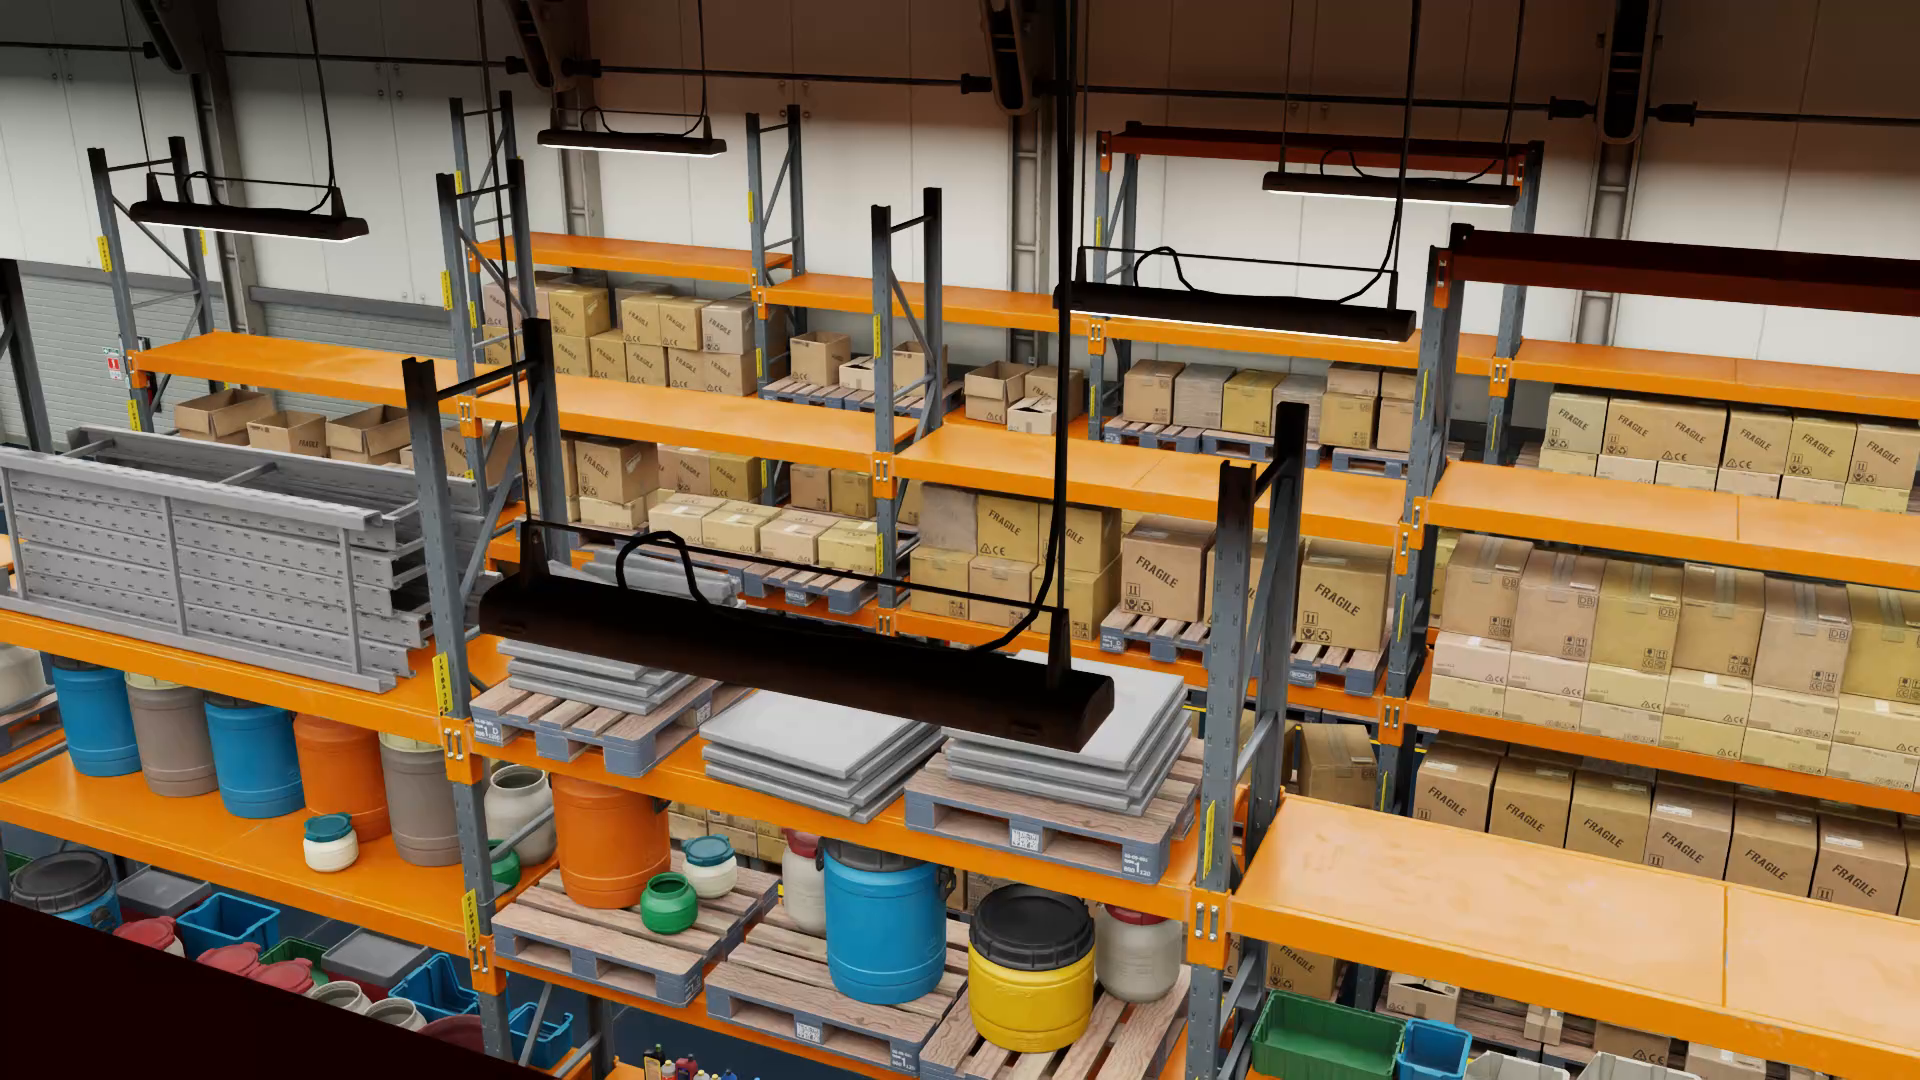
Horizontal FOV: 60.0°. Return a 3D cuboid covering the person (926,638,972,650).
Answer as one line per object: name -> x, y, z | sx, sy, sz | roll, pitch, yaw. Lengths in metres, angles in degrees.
person -> -0.124, 1.337, 16.655 | 0.482, 1.731, 0.571 | 15, 25, 34
